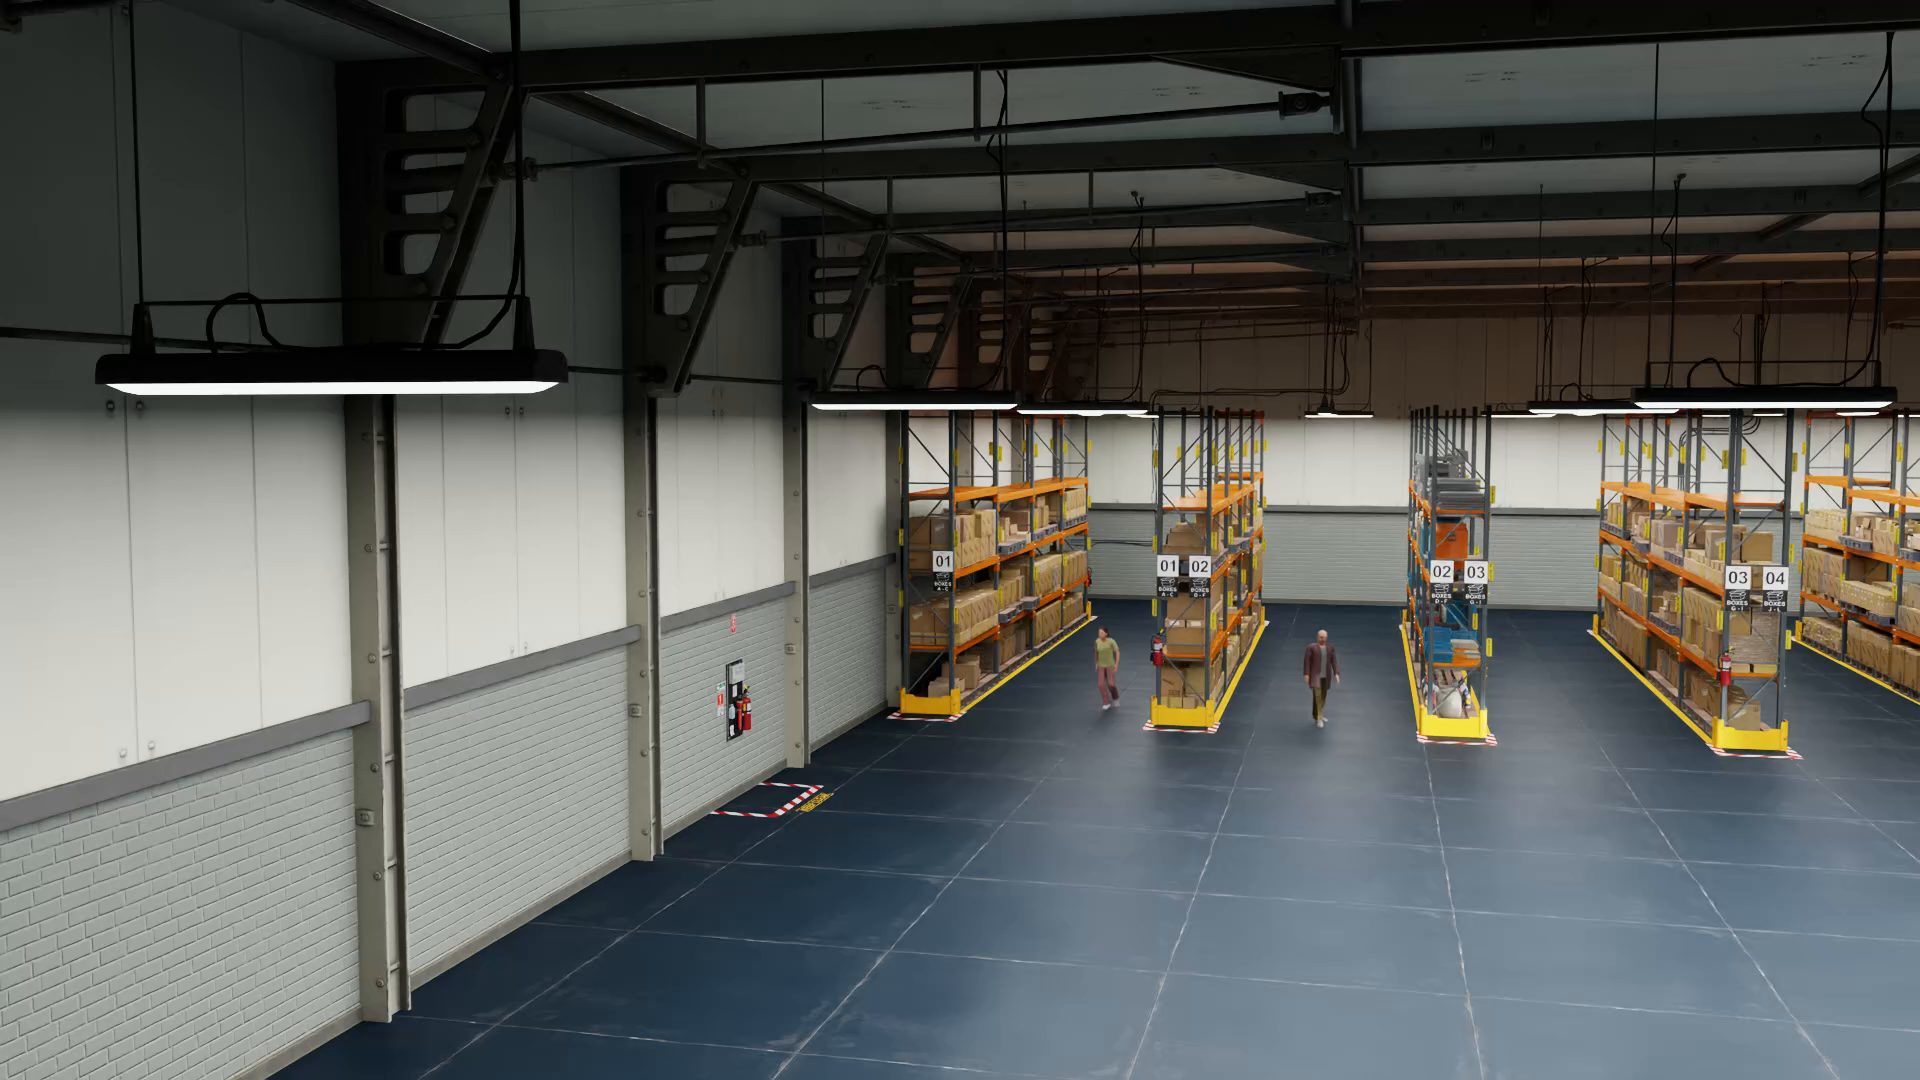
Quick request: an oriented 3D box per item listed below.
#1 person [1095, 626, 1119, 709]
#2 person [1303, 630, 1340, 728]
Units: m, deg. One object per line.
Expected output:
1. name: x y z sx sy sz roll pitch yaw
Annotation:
1. person: 2.937 2.597 33.162 0.524 1.509 0.523 2 4 23
2. person: 6.823 2.595 31.380 0.631 1.813 0.710 -1 4 -13
